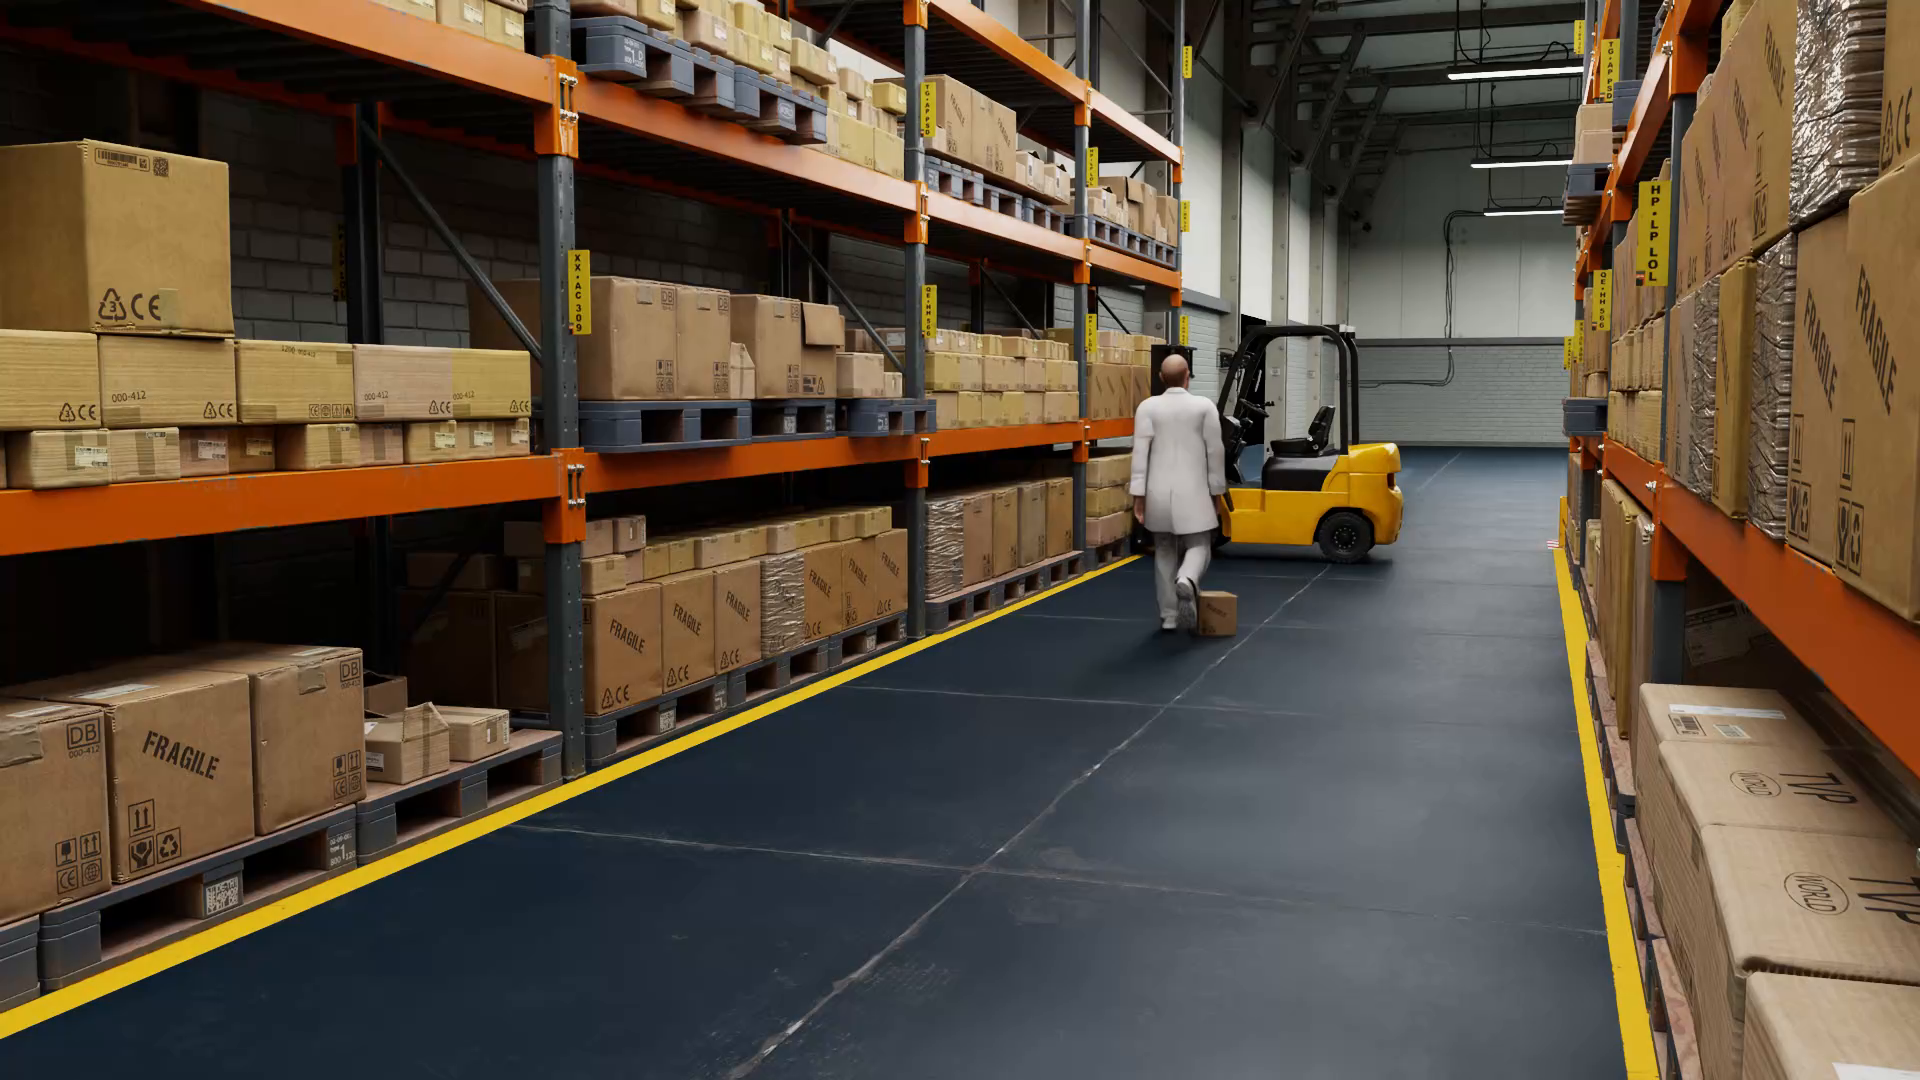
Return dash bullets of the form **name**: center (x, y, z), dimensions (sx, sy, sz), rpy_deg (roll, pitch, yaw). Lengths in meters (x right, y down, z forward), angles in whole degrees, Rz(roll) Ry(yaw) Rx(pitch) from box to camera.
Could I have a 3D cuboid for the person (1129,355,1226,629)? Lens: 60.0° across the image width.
- **person**: center (1.373, -0.294, 10.528), dimensions (0.602, 1.751, 0.803), rpy_deg (1, 5, 14)
